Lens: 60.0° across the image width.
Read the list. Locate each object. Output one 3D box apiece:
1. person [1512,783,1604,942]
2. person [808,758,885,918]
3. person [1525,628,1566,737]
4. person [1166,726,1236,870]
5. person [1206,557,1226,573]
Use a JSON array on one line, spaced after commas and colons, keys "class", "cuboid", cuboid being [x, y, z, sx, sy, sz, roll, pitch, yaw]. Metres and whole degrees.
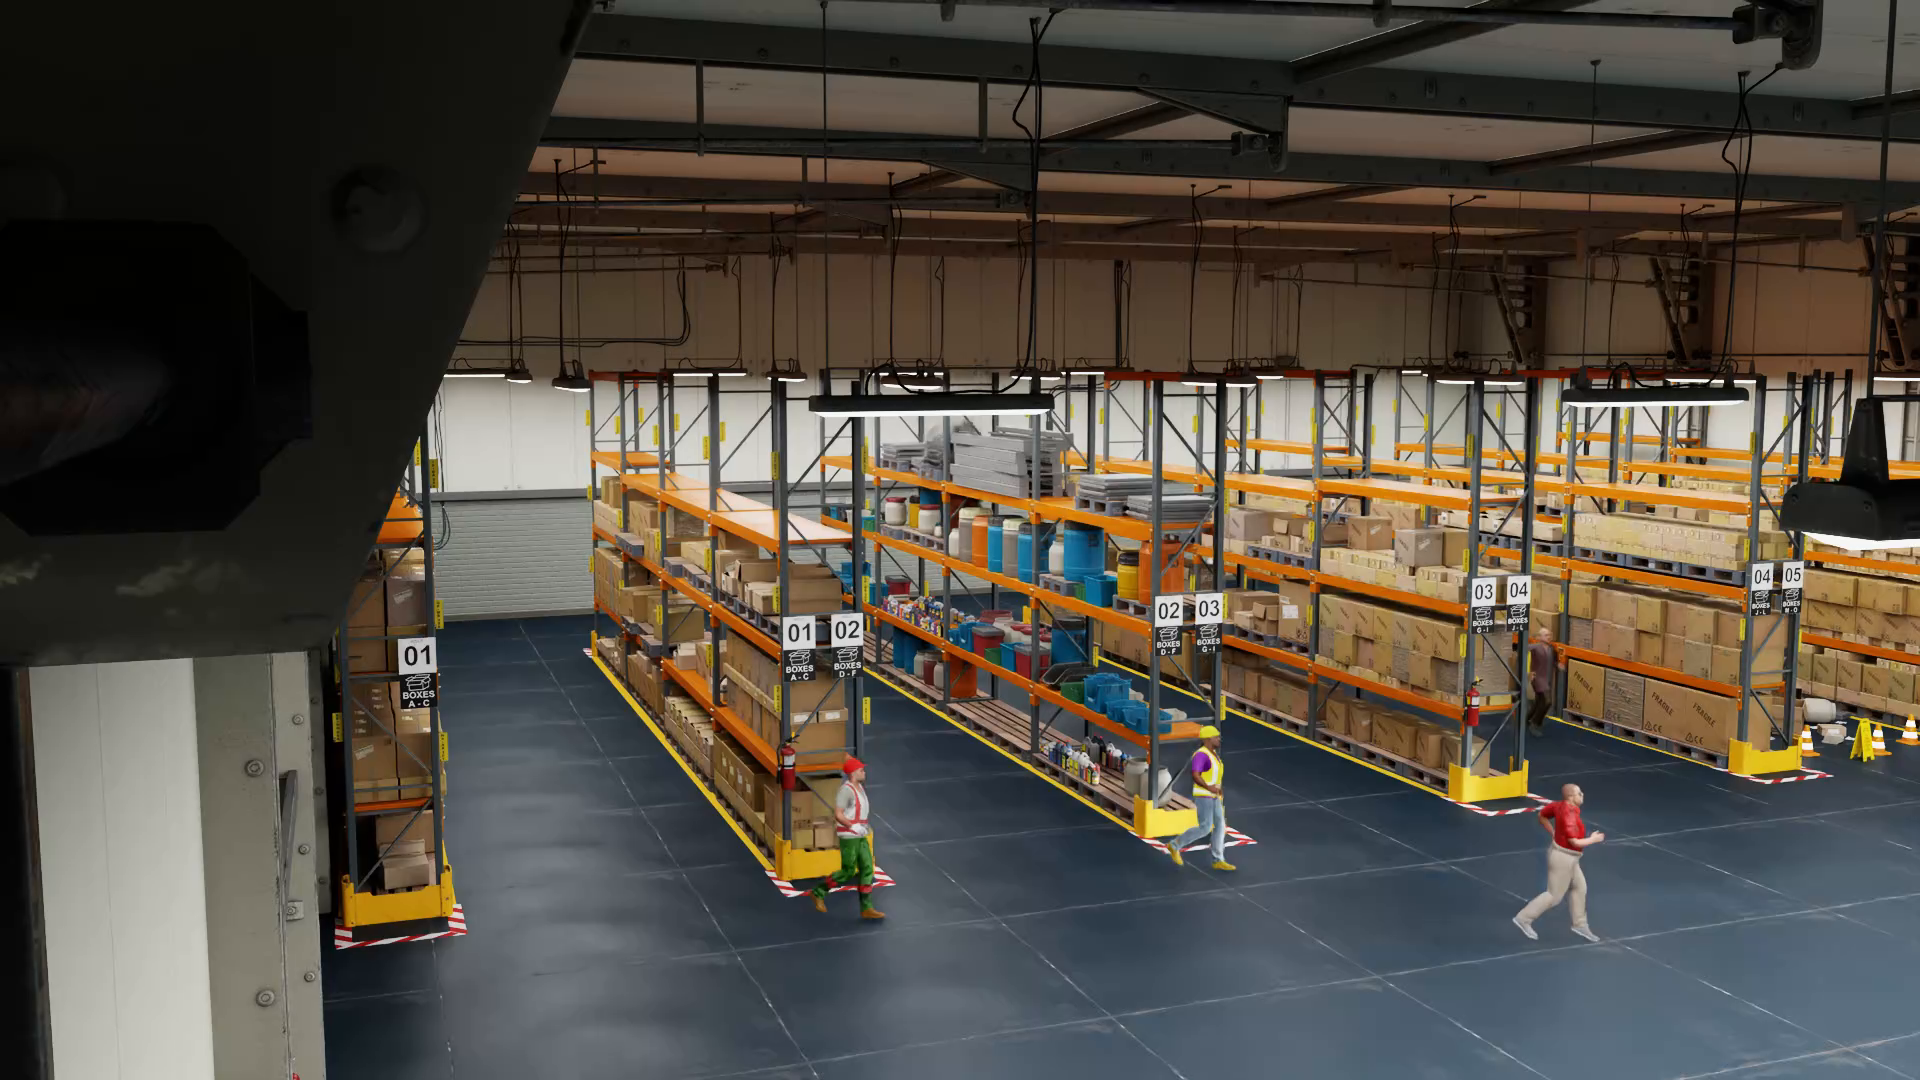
[{"class": "person", "cuboid": [6.451, 3.483, 17.927, 0.964, 1.769, 0.671, 1, 6, 9]}, {"class": "person", "cuboid": [-1.210, 3.351, 18.851, 0.885, 1.754, 0.716, 2, 7, 16]}, {"class": "person", "cuboid": [9.692, 2.375, 27.690, 0.663, 1.810, 0.790, -4, 7, -30]}, {"class": "person", "cuboid": [3.053, 3.167, 20.611, 0.859, 1.736, 0.766, 2, 7, 21]}, {"class": "person", "cuboid": [6.284, 0.889, 41.069, 0.544, 1.696, 0.707, -3, 7, -27]}]
